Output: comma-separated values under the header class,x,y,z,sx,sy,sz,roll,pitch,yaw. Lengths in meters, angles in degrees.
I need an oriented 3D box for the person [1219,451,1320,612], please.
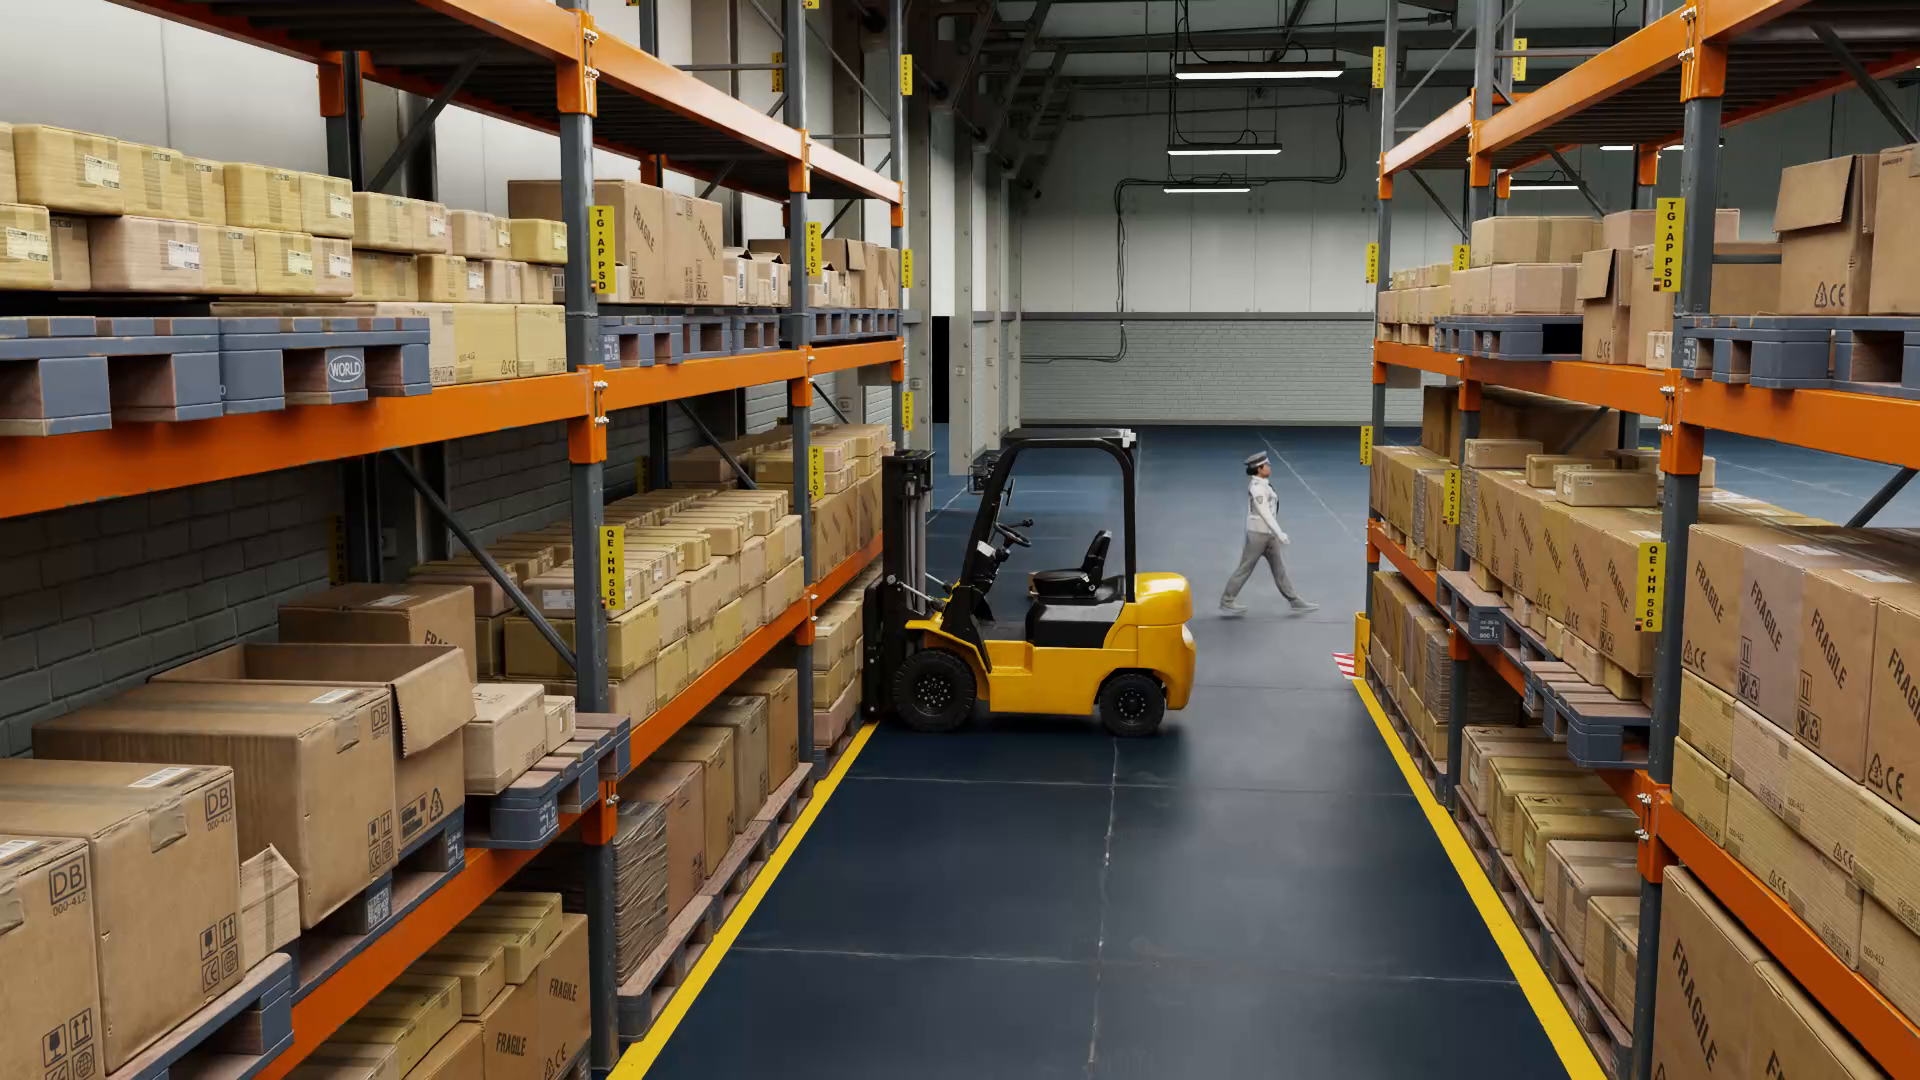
class,x,y,z,sx,sy,sz,roll,pitch,yaw
person,3.111,-0.075,16.657,0.984,1.634,0.484,2,8,18
